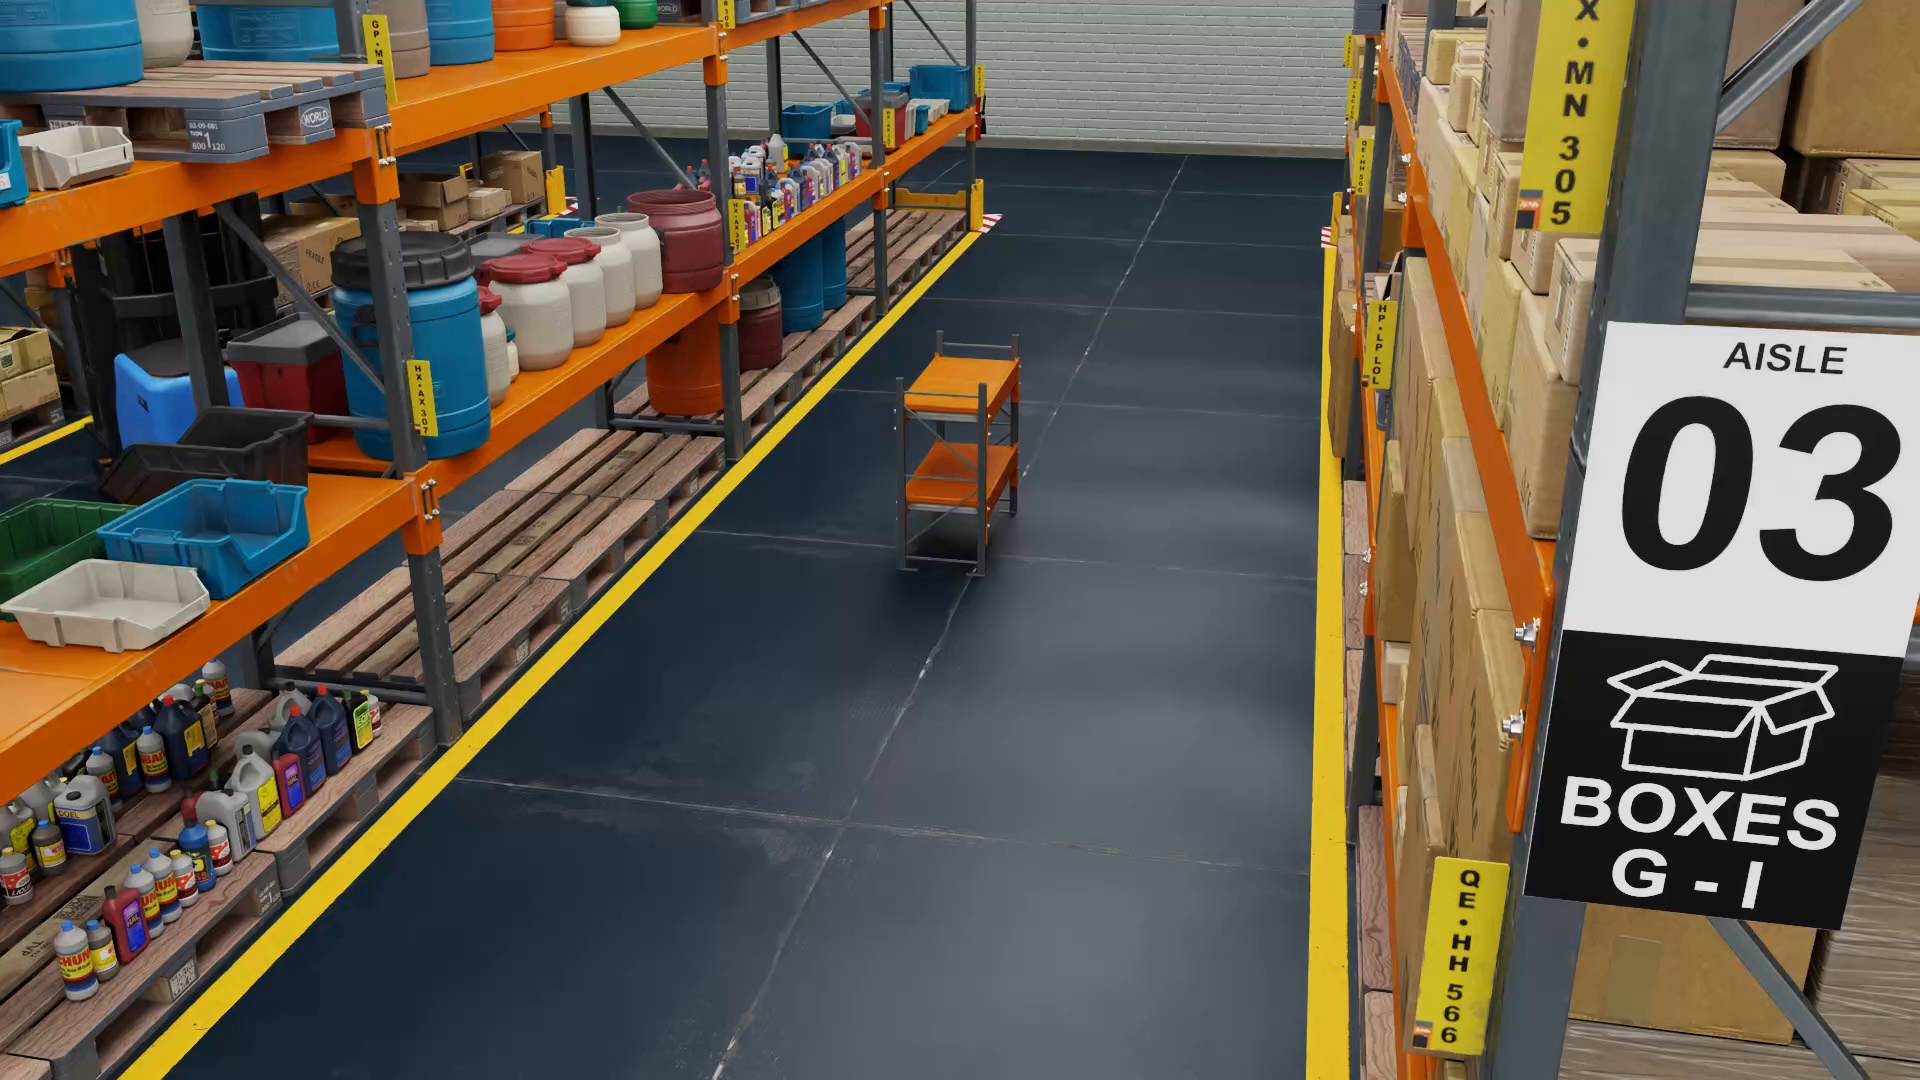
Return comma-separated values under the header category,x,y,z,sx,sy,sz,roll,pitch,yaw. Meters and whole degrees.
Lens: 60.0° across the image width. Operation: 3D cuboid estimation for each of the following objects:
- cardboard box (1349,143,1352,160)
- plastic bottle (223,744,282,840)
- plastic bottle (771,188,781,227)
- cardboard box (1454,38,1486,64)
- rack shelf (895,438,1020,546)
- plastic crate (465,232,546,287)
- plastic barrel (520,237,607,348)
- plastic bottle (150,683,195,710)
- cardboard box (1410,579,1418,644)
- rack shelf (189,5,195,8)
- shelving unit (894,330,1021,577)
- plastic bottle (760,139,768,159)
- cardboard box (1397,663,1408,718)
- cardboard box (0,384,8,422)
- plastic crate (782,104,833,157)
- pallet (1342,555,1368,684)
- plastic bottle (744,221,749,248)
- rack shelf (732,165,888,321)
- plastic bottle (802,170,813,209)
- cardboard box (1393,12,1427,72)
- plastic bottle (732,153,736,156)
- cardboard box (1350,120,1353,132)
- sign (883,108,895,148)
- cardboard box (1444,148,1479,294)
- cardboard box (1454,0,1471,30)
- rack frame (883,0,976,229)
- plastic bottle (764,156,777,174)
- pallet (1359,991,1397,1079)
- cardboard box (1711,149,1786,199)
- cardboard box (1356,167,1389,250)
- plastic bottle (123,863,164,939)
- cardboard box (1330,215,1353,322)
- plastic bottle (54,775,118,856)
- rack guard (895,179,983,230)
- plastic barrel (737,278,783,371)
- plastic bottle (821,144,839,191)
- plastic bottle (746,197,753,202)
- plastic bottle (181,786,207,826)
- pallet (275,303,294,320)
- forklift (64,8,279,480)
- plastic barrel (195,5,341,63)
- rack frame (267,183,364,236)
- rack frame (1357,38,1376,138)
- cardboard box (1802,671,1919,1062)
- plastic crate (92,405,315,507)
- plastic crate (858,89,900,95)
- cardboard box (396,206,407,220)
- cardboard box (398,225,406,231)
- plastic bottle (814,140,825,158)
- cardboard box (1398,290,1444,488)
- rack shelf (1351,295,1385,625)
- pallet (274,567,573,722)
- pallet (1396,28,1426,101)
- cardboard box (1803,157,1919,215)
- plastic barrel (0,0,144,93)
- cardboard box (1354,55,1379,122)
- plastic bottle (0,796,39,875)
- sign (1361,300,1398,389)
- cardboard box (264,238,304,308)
category,x,y,z,sx,sy,sz,roll,pitch,yaw
cardboard box,3.654,-3.453,14.749,0.380,0.149,0.250,5,22,12
plastic bottle,-2.733,0.962,6.407,0.144,0.351,0.185,4,22,11
plastic bottle,-1.338,-2.388,11.940,0.097,0.271,0.097,0,22,0
cardboard box,1.715,-1.440,5.065,0.380,0.149,0.250,3,22,8
rack shelf,0.001,-0.297,9.741,0.538,0.278,1.000,4,22,11
plastic crate,-2.592,-1.434,9.312,0.402,0.464,0.583,4,22,11
plastic barrel,-2.131,-1.331,8.962,0.433,0.535,0.433,0,22,0
plastic bottle,-3.312,0.754,7.023,0.152,0.276,0.135,5,23,13
cardboard box,1.778,0.215,4.772,0.875,0.500,0.500,4,22,11
rack shelf,-6.403,-4.140,13.065,1.077,0.370,4.000,4,22,11
shelving unit,0.001,-0.524,9.650,0.538,1.125,1.048,4,22,11
plastic bottle,-1.666,-3.230,14.014,0.061,0.283,0.133,4,22,11
cardboard box,1.501,0.500,4.933,0.380,0.149,0.250,4,22,11
cardboard box,-6.781,-0.870,11.117,0.500,0.250,0.500,4,22,10
plastic crate,-1.385,-3.652,14.846,0.392,0.384,0.575,4,22,11
pallet,2.474,0.430,8.503,1.003,0.211,1.213,4,22,11
plastic bottle,-1.487,-2.089,11.291,0.097,0.201,0.097,0,22,0
rack shelf,-1.554,-2.369,12.684,1.077,0.370,4.000,4,22,11
plastic bottle,-1.165,-2.671,12.627,0.061,0.283,0.133,4,22,11
cardboard box,2.341,-2.387,7.950,0.500,0.250,0.500,5,22,12
plastic bottle,-1.820,-2.954,13.329,0.061,0.283,0.133,4,22,11
cardboard box,3.850,-3.868,15.245,0.500,0.250,0.500,4,22,10
sign,-0.608,-3.520,14.208,0.100,0.325,0.005,4,22,11
cardboard box,1.413,-0.740,3.860,0.500,0.250,0.500,4,22,10
cardboard box,2.355,-2.302,7.290,0.380,0.166,0.250,4,22,9
rack frame,-0.330,-4.897,17.998,1.000,3.000,0.127,4,22,11
plastic bottle,-1.562,-3.065,13.716,0.097,0.201,0.097,0,22,0
pallet,1.721,1.858,4.957,1.003,0.211,1.213,4,22,11
cardboard box,1.322,-0.670,3.153,0.380,0.149,0.250,5,22,12
cardboard box,2.955,-2.212,11.196,0.500,0.500,0.500,4,22,9
plastic bottle,-2.850,1.251,5.795,0.097,0.271,0.097,0,22,0
cardboard box,3.592,-2.030,13.162,1.225,0.875,0.875,5,22,11
plastic bottle,-3.325,1.041,6.311,0.152,0.276,0.135,4,22,11
rack guard,-0.338,-3.748,18.489,1.175,0.500,0.348,4,22,11
plastic barrel,-1.649,-1.641,12.579,0.600,0.588,0.708,4,22,11
plastic bottle,-1.051,-2.983,13.311,0.144,0.351,0.185,4,22,11
plastic bottle,-1.472,-2.260,11.621,0.097,0.271,0.097,0,22,0
plastic bottle,-2.874,1.044,6.292,0.061,0.283,0.133,4,22,11
pallet,-6.370,-1.772,13.971,1.003,0.211,1.213,4,22,11
forklift,-4.956,-1.769,10.322,1.130,2.935,3.031,-16,27,-35
plastic barrel,-2.887,-2.335,6.950,0.600,0.901,0.708,4,22,11
rack frame,-5.994,-3.813,15.307,1.000,3.000,0.127,4,22,11
rack frame,3.703,-3.057,13.428,1.000,3.000,0.127,4,22,11
cardboard box,1.633,0.503,2.718,0.500,0.500,0.500,4,22,11
plastic crate,-3.010,-0.298,6.661,0.767,0.338,0.504,4,22,11
plastic crate,-0.837,-4.541,17.259,0.416,0.233,0.300,4,22,11
cardboard box,-6.003,-3.274,16.979,0.500,0.311,0.500,4,22,11
cardboard box,-5.697,-2.907,16.067,0.500,0.311,0.500,4,22,11
plastic bottle,-1.154,-3.061,13.506,0.144,0.351,0.185,4,22,11
cardboard box,1.629,-0.451,5.088,0.500,0.500,0.500,4,22,11
rack shelf,2.478,-0.529,8.114,1.077,0.370,4.000,4,22,11
pallet,-2.656,0.495,8.343,1.003,0.211,1.213,4,22,11
pallet,2.509,-2.033,7.121,1.213,0.211,1.003,4,22,11
cardboard box,1.794,-0.630,3.054,0.380,0.149,0.250,4,22,11
plastic barrel,-3.086,-1.971,5.485,0.600,0.901,0.708,4,22,11
cardboard box,3.641,-3.844,14.183,0.500,0.500,0.500,5,22,11
plastic bottle,-3.513,1.072,6.133,0.144,0.351,0.185,5,23,13
sign,1.526,-0.709,6.049,0.100,0.325,0.005,4,22,11
cardboard box,-6.026,-2.292,14.287,0.500,0.500,0.500,5,22,12
